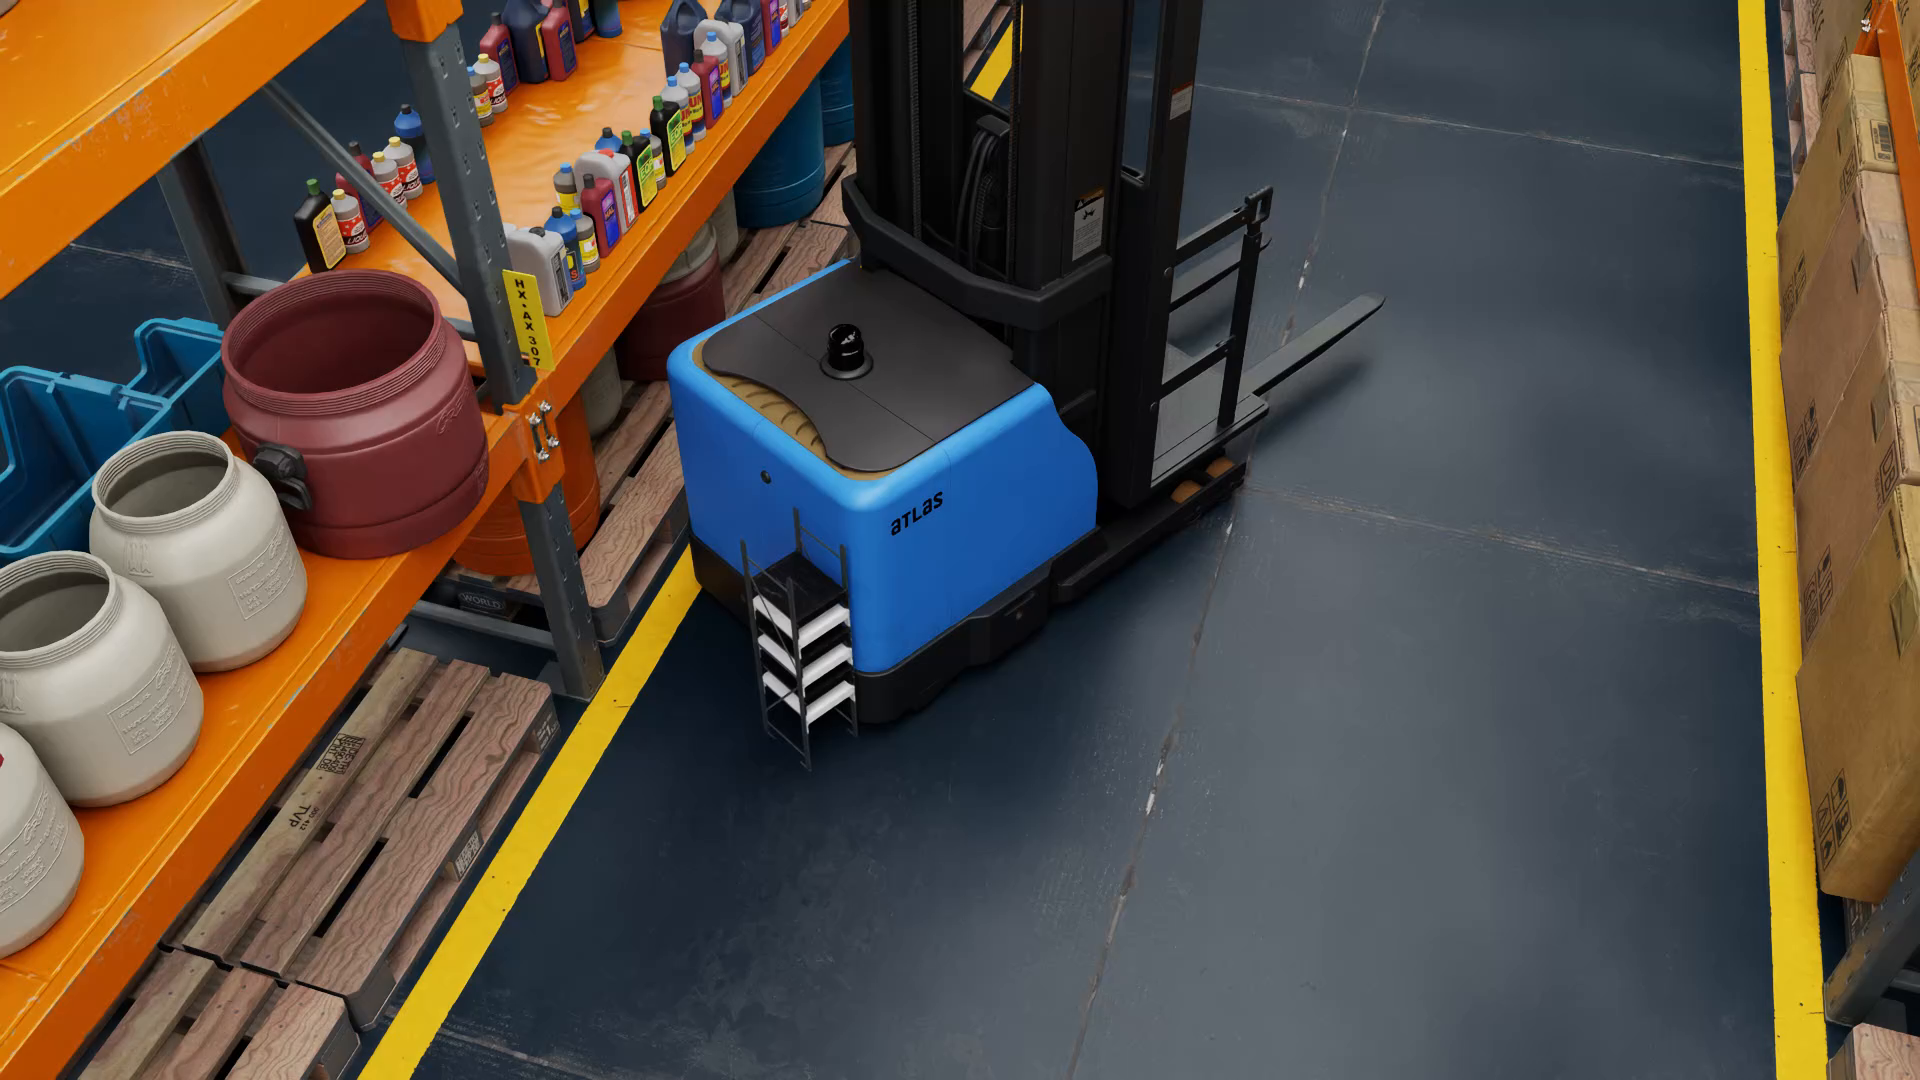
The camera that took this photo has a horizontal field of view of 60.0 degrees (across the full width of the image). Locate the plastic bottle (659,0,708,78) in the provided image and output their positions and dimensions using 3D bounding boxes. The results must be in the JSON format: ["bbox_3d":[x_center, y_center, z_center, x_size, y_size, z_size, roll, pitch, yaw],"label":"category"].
[{"bbox_3d":[-0.994,-1.833,6.014,0.144,0.351,0.185,13,46,13],"label":"plastic bottle"}]

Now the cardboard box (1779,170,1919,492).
[{"bbox_3d":[3.768,-0.640,5.978,1.225,0.875,0.875,11,45,11],"label":"cardboard box"}]

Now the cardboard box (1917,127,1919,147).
[{"bbox_3d":[3.531,-1.389,5.453,0.500,0.500,0.500,12,46,12],"label":"cardboard box"}]

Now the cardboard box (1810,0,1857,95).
[{"bbox_3d":[4.761,-2.689,8.072,0.875,0.875,0.875,13,46,13],"label":"cardboard box"}]

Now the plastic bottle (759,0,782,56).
[{"bbox_3d":[-0.720,-1.964,6.196,0.061,0.283,0.133,13,46,13],"label":"plastic bottle"}]

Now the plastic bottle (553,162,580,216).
[{"bbox_3d":[-1.265,-1.130,5.402,0.097,0.201,0.097,0,44,0],"label":"plastic bottle"}]

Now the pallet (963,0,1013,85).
[{"bbox_3d":[-0.323,-2.826,8.987,1.003,0.211,1.213,13,46,13],"label":"pallet"}]

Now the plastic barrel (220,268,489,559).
[{"bbox_3d":[-1.571,-0.334,4.349,0.600,0.536,0.708,13,46,13],"label":"plastic barrel"}]

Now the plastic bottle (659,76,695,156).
[{"bbox_3d":[-0.969,-1.455,5.684,0.097,0.271,0.097,0,44,0],"label":"plastic bottle"}]

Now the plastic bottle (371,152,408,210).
[{"bbox_3d":[-1.881,-1.174,5.447,0.097,0.201,0.097,0,44,0],"label":"plastic bottle"}]

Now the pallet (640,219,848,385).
[{"bbox_3d":[-1.149,-1.007,7.128,1.003,0.211,1.213,13,46,13],"label":"pallet"}]

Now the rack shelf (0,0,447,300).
[{"bbox_3d":[-2.325,-0.140,2.618,1.077,0.370,4.000,13,46,13],"label":"rack shelf"}]

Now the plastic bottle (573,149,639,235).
[{"bbox_3d":[-1.140,-1.142,5.361,0.152,0.276,0.135,13,46,13],"label":"plastic bottle"}]

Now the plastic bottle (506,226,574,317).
[{"bbox_3d":[-1.281,-0.834,5.046,0.152,0.276,0.135,13,46,13],"label":"plastic bottle"}]

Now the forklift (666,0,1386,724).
[{"bbox_3d":[0.455,-1.348,5.531,3.031,2.935,1.130,-33,53,-29],"label":"forklift"}]

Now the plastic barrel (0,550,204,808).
[{"bbox_3d":[-1.955,0.313,3.705,0.421,0.512,0.421,0,44,0],"label":"plastic barrel"}]

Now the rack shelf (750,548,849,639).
[{"bbox_3d":[-0.499,0.162,5.102,0.200,0.077,0.258,-33,53,-29],"label":"rack shelf"}]

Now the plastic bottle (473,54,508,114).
[{"bbox_3d":[-1.675,-1.628,5.912,0.097,0.201,0.097,0,44,0],"label":"plastic bottle"}]

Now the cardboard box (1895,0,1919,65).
[{"bbox_3d":[3.835,-2.058,6.137,0.500,0.500,0.500,13,46,13],"label":"cardboard box"}]

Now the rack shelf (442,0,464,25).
[{"bbox_3d":[-1.114,-2.807,5.343,1.077,0.370,4.000,13,46,13],"label":"rack shelf"}]

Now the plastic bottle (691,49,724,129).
[{"bbox_3d":[-0.887,-1.597,5.821,0.061,0.283,0.133,13,46,13],"label":"plastic bottle"}]

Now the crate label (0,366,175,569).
[{"bbox_3d":[-2.278,-0.066,4.148,0.502,0.435,0.616,13,46,13],"label":"crate label"}]

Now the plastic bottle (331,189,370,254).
[{"bbox_3d":[-1.951,-1.020,5.290,0.097,0.201,0.097,0,44,0],"label":"plastic bottle"}]

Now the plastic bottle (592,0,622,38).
[{"bbox_3d":[-1.345,-2.047,6.289,0.097,0.271,0.097,0,44,0],"label":"plastic bottle"}]

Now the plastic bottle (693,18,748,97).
[{"bbox_3d":[-0.861,-1.758,5.991,0.152,0.276,0.135,13,46,13],"label":"plastic bottle"}]

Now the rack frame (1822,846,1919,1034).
[{"bbox_3d":[3.001,0.391,3.706,1.000,3.000,0.127,13,46,13],"label":"rack frame"}]

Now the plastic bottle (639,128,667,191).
[{"bbox_3d":[-1.039,-1.276,5.552,0.097,0.201,0.097,0,44,0],"label":"plastic bottle"}]

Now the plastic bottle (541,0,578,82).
[{"bbox_3d":[-1.464,-1.831,6.060,0.061,0.283,0.133,13,46,13],"label":"plastic bottle"}]

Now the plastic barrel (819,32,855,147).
[{"bbox_3d":[-0.689,-2.366,7.723,0.600,0.901,0.708,13,46,13],"label":"plastic barrel"}]

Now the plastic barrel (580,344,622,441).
[{"bbox_3d":[-1.502,-0.644,6.242,0.421,0.512,0.421,0,44,0],"label":"plastic barrel"}]

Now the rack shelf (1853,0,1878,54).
[{"bbox_3d":[4.818,-3.352,8.045,1.077,0.370,4.000,13,46,13],"label":"rack shelf"}]

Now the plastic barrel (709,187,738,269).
[{"bbox_3d":[-1.160,-1.397,7.012,0.421,0.512,0.421,0,44,0],"label":"plastic barrel"}]

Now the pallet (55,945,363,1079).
[{"bbox_3d":[-2.362,1.657,4.406,1.003,0.211,1.213,13,46,13],"label":"pallet"}]

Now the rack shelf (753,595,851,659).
[{"bbox_3d":[-0.499,0.226,5.165,0.200,0.077,0.258,-33,53,-29],"label":"rack shelf"}]

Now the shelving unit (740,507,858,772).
[{"bbox_3d":[-0.499,0.331,5.268,0.210,0.900,0.258,-33,53,-29],"label":"shelving unit"}]

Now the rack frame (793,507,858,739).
[{"bbox_3d":[-0.425,0.283,5.318,0.006,0.900,0.240,-33,53,-29],"label":"rack frame"}]

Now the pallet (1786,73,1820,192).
[{"bbox_3d":[4.517,-1.769,7.907,1.003,0.211,1.213,13,46,13],"label":"pallet"}]

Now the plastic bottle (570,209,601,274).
[{"bbox_3d":[-1.190,-0.944,5.212,0.097,0.201,0.097,0,44,0],"label":"plastic bottle"}]

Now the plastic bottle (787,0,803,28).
[{"bbox_3d":[-0.694,-2.125,6.366,0.152,0.276,0.135,13,46,13],"label":"plastic bottle"}]

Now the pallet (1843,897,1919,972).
[{"bbox_3d":[3.311,0.878,5.202,1.003,0.211,1.213,13,46,13],"label":"pallet"}]

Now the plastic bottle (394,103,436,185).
[{"bbox_3d":[-1.823,-1.329,5.556,0.097,0.271,0.097,0,44,0],"label":"plastic bottle"}]

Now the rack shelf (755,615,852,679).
[{"bbox_3d":[-0.499,0.291,5.228,0.200,0.077,0.258,-33,53,-29],"label":"rack shelf"}]

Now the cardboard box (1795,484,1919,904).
[{"bbox_3d":[3.230,0.544,4.768,1.225,0.875,0.875,11,45,11],"label":"cardboard box"}]
